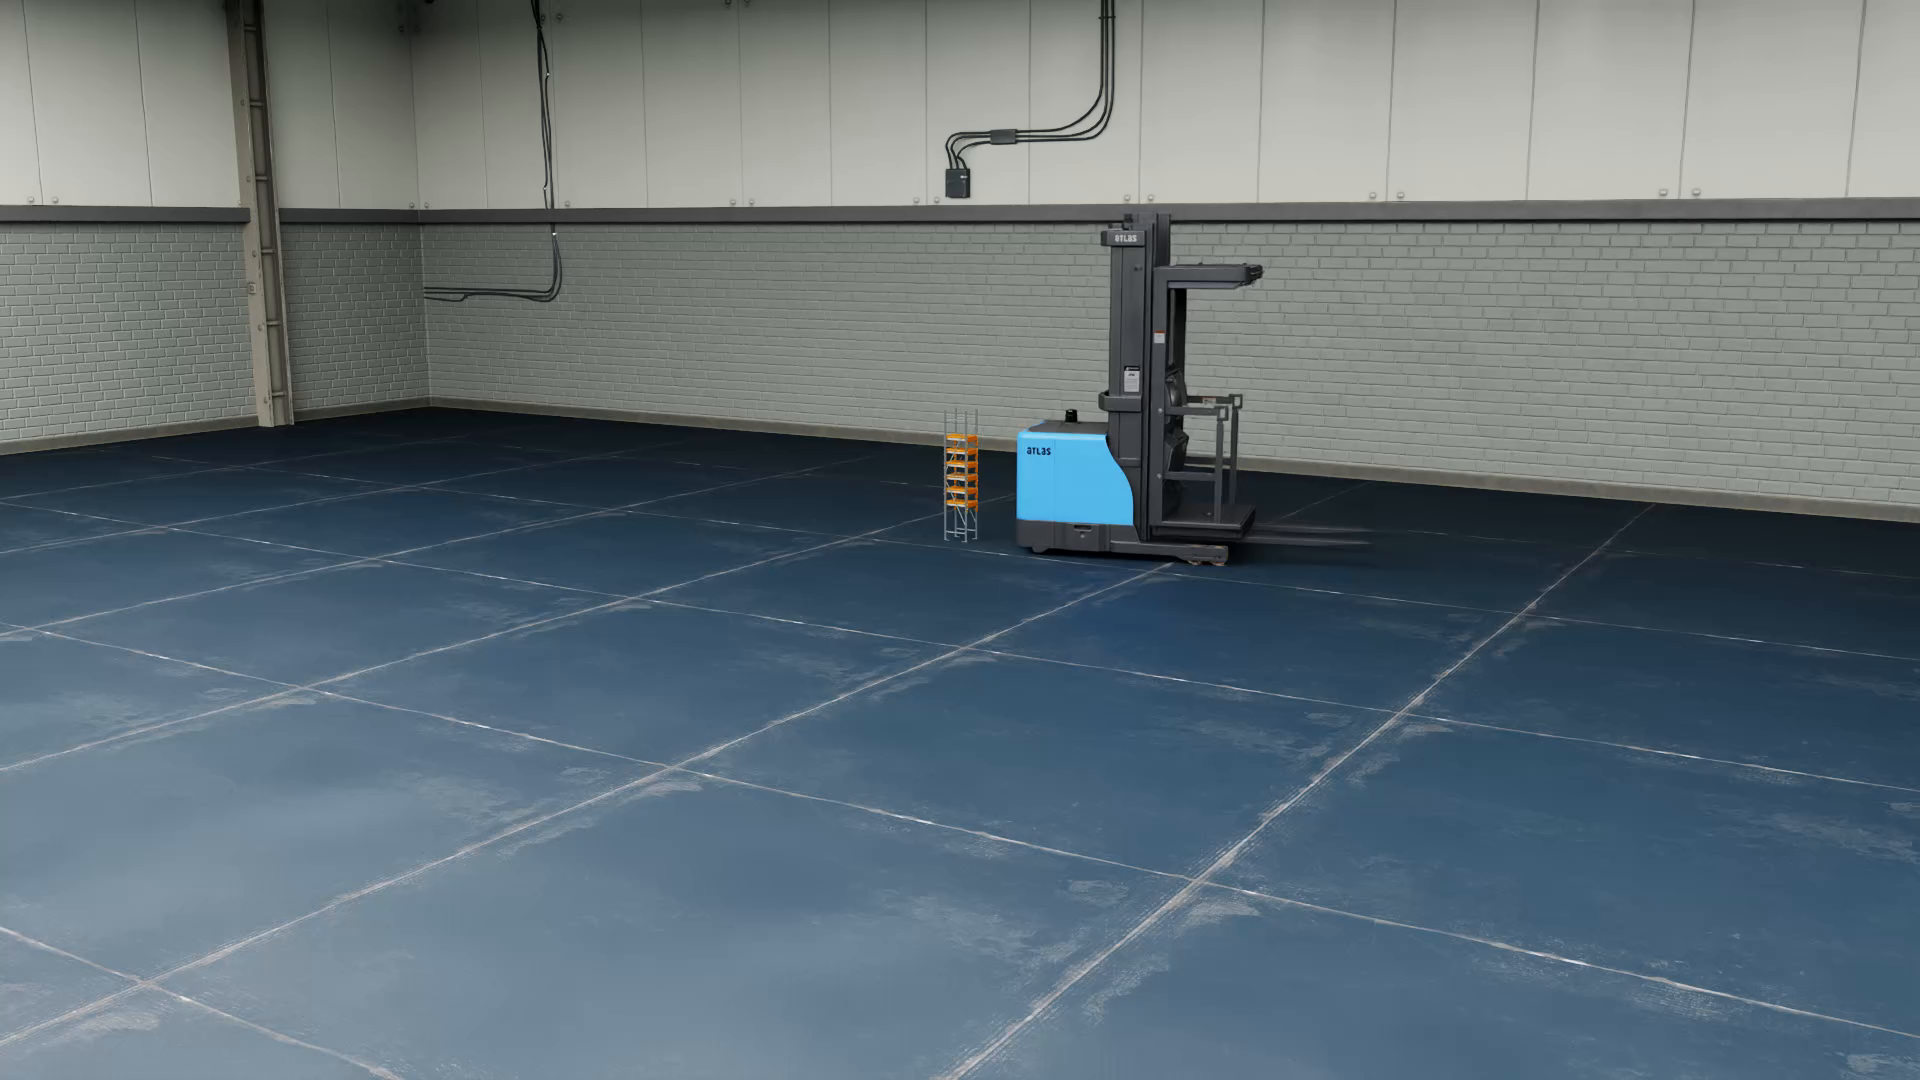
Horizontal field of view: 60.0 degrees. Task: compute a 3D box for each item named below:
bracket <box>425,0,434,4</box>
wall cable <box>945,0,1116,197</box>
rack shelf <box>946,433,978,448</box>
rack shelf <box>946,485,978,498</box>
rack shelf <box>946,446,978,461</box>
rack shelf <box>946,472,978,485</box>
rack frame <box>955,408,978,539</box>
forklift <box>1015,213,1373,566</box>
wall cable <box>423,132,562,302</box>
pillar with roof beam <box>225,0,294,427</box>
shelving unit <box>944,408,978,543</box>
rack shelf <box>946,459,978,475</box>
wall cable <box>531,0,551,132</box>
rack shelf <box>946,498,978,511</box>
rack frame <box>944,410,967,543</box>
[{"bbox_3d":[-8.198,-8.270,25.189,0.235,0.232,0.430,6,12,31],"label":"bracket"},{"bbox_3d":[0.818,-7.196,19.991,2.305,6.003,0.169,6,12,31],"label":"wall cable"},{"bbox_3d":[0.008,-0.902,15.094,0.258,0.103,0.180,6,12,31],"label":"rack shelf"},{"bbox_3d":[0.008,-0.430,15.182,0.258,0.103,0.180,6,12,31],"label":"rack shelf"},{"bbox_3d":[0.008,-0.784,15.116,0.258,0.103,0.180,6,12,31],"label":"rack shelf"},{"bbox_3d":[0.008,-0.548,15.160,0.258,0.103,0.180,6,12,31],"label":"rack shelf"},{"bbox_3d":[0.055,-0.606,15.229,0.240,1.200,0.006,6,12,31],"label":"rack frame"},{"bbox_3d":[2.060,-1.329,14.386,3.031,2.935,1.130,3,11,16],"label":"forklift"},{"bbox_3d":[-7.287,-4.907,25.447,3.097,2.526,0.112,6,12,31],"label":"wall cable"},{"bbox_3d":[-6.268,-5.685,21.164,9.100,9.000,0.400,6,12,31],"label":"pillar with roof beam"},{"bbox_3d":[0.008,-0.592,15.152,0.258,1.200,0.189,6,12,31],"label":"shelving unit"},{"bbox_3d":[0.008,-0.666,15.138,0.258,0.103,0.180,6,12,31],"label":"rack shelf"},{"bbox_3d":[-4.975,-7.131,23.602,3.097,2.526,0.112,6,12,31],"label":"wall cable"},{"bbox_3d":[0.008,-0.312,15.204,0.258,0.103,0.180,6,12,31],"label":"rack shelf"},{"bbox_3d":[-0.040,-0.578,15.075,0.240,1.200,0.006,6,12,31],"label":"rack frame"}]
